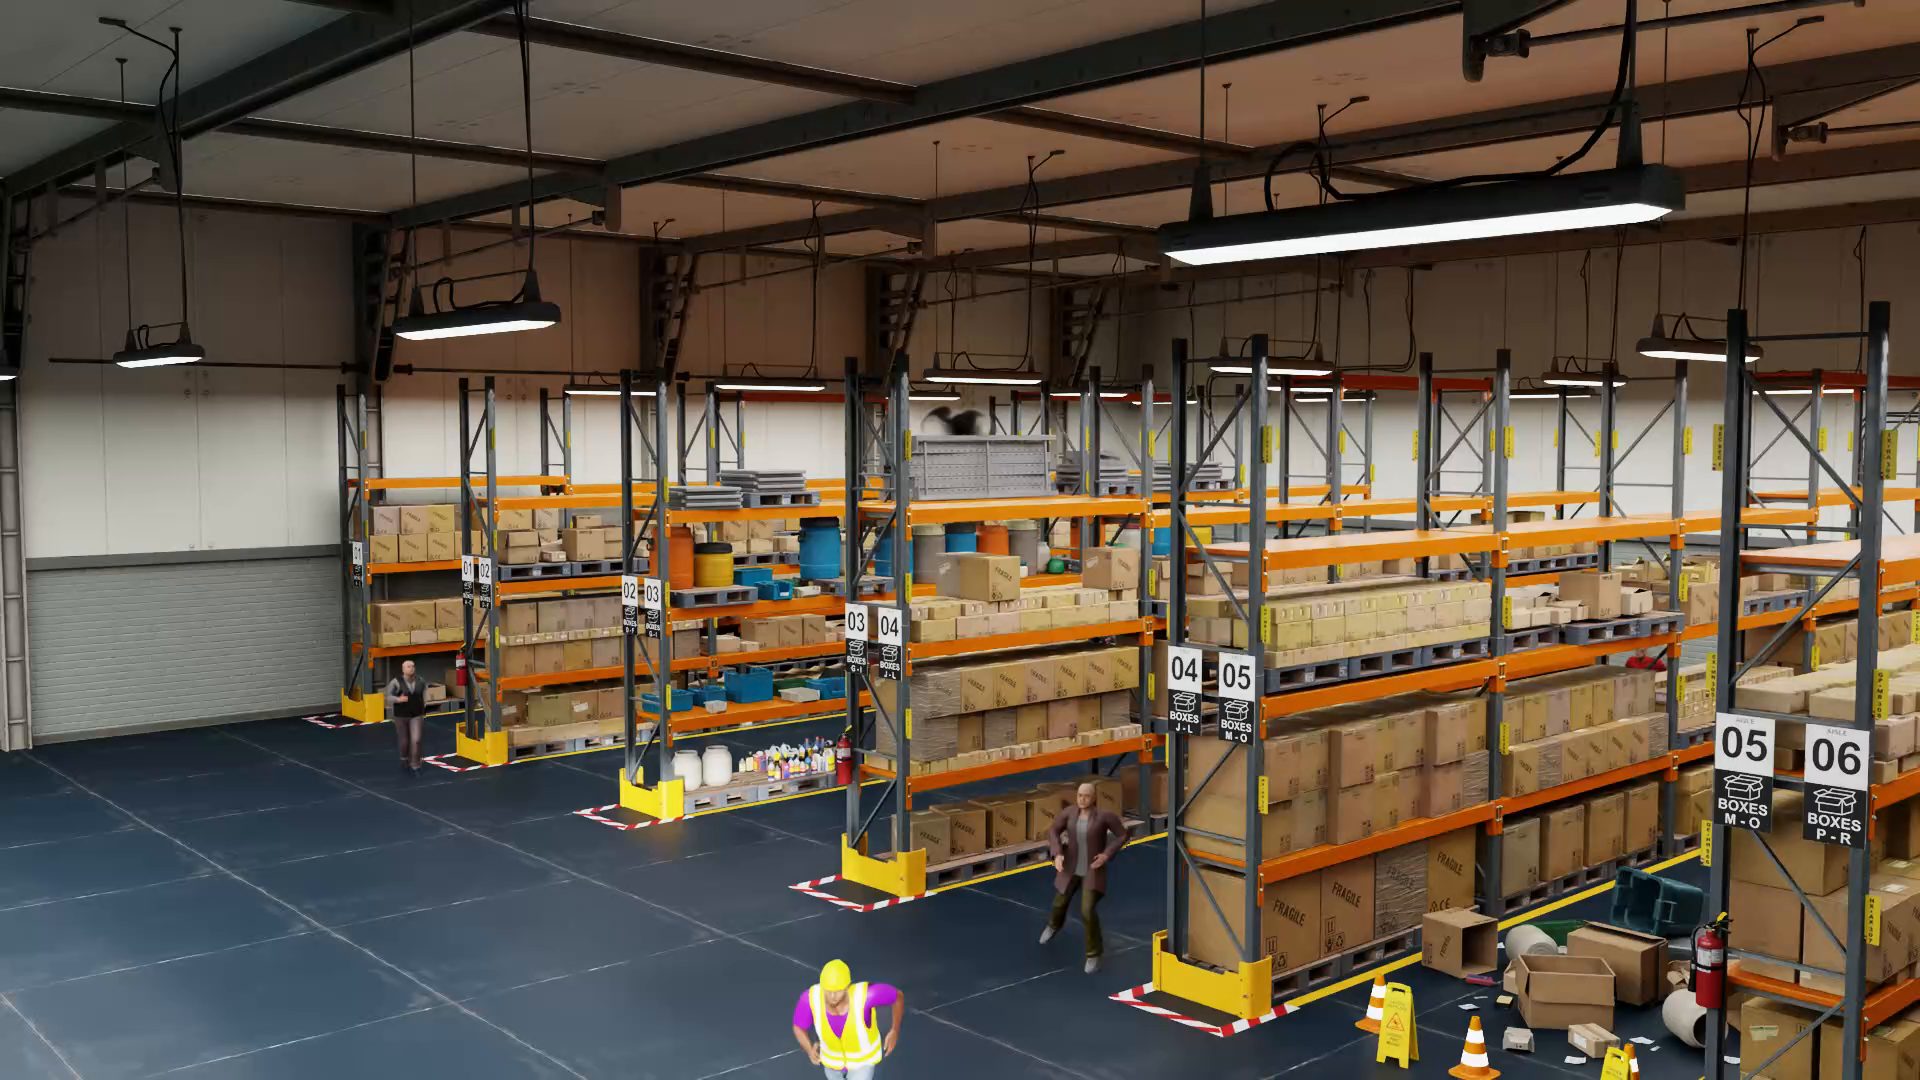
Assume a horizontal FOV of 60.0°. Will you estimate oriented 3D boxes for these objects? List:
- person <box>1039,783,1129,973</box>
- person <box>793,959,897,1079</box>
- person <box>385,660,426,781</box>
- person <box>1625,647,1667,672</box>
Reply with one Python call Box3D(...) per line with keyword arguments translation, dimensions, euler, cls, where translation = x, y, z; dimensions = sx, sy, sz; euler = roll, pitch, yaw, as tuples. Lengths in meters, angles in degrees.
Box3D(translation=(1.170, 3.245, 16.238), dimensions=(0.933, 1.780, 0.775), euler=(1, 4, 20), cls="person")
Box3D(translation=(-0.758, 3.611, 11.373), dimensions=(0.704, 1.714, 1.045), euler=(1, 4, 9), cls="person")
Box3D(translation=(-8.268, 2.673, 24.860), dimensions=(0.635, 1.760, 0.871), euler=(-2, 4, -27), cls="person")
Box3D(translation=(11.313, 2.539, 27.487), dimensions=(0.651, 1.674, 0.746), euler=(4, 5, 45), cls="person")
